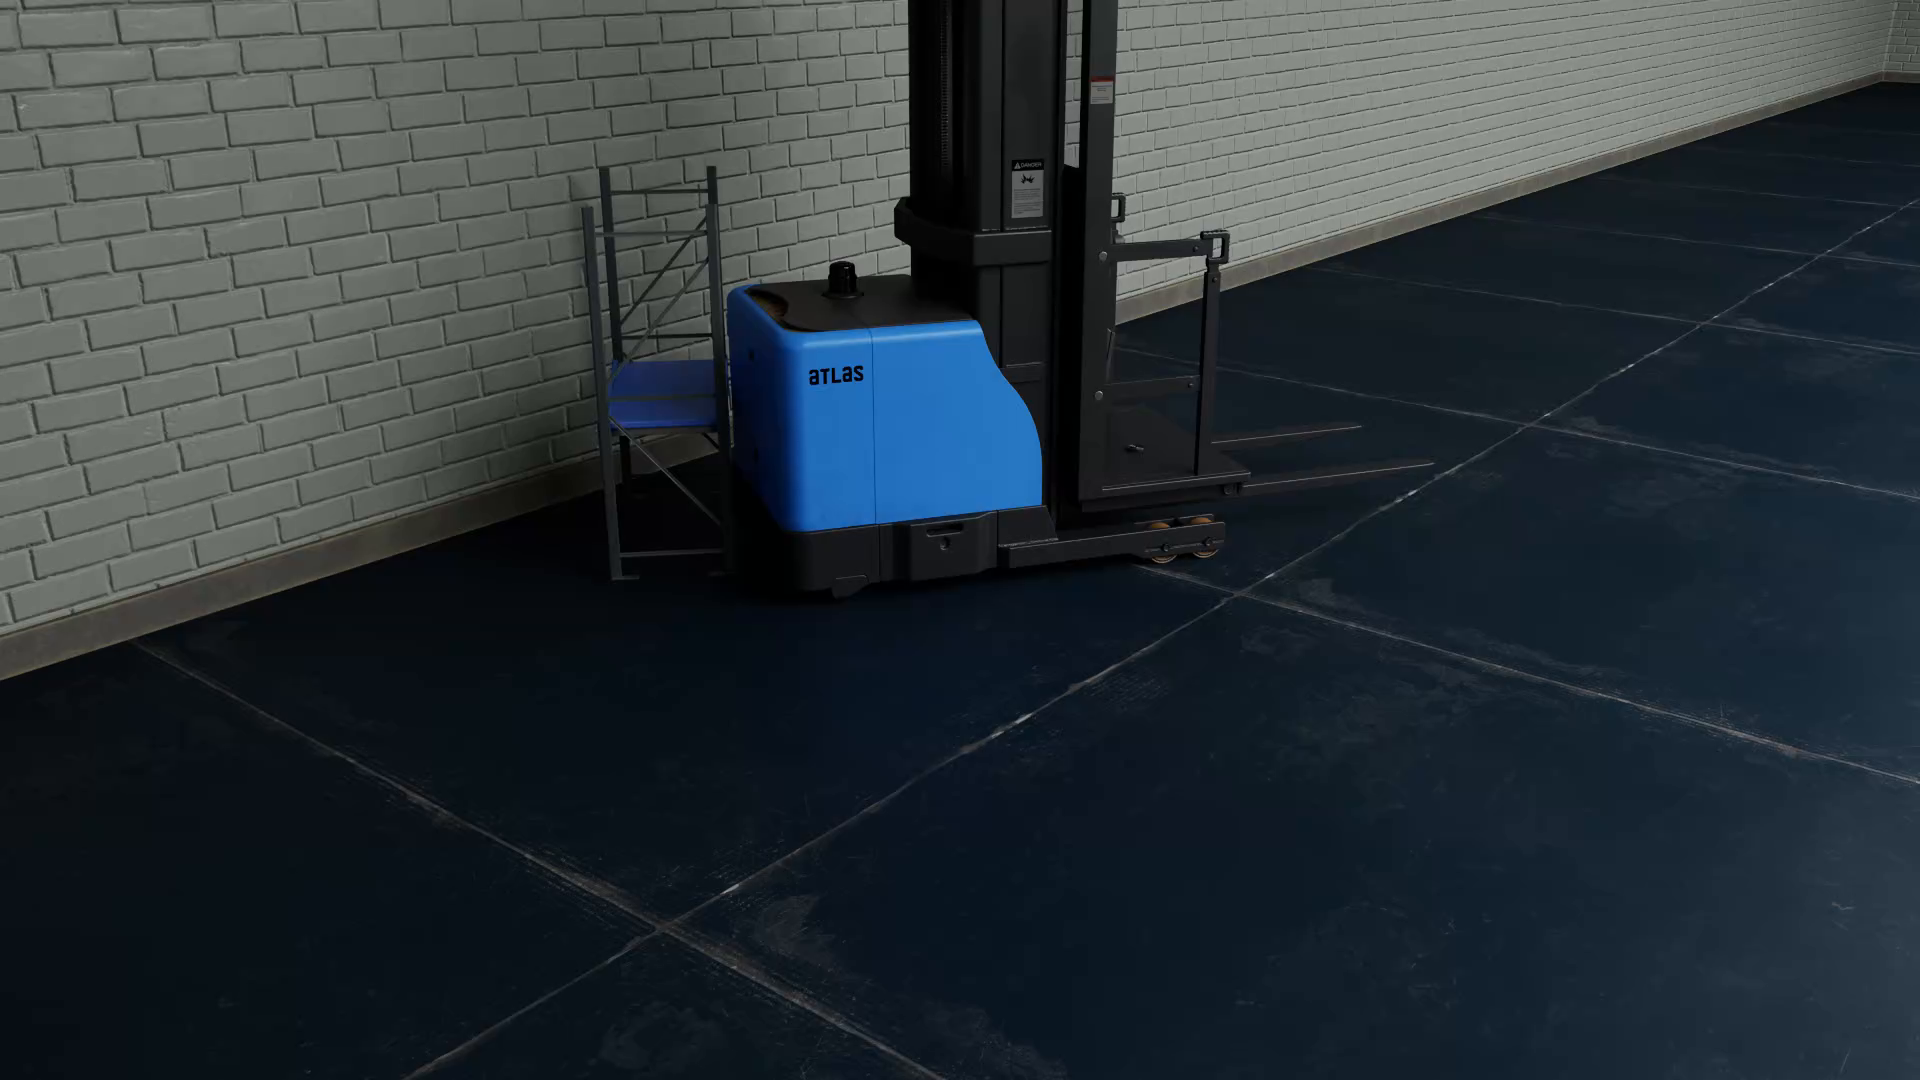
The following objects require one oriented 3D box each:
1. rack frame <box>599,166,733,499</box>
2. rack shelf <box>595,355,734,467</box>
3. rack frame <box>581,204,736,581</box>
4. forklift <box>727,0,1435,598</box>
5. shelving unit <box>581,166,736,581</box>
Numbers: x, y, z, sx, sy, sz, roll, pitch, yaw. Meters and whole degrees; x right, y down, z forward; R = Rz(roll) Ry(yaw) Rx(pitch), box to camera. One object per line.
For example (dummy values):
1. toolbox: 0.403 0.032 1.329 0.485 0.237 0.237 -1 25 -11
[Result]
1. rack frame: -1.306 -0.909 7.453 0.500 1.500 0.032 -3 21 -7
2. rack shelf: -1.236 -0.563 7.045 0.538 0.185 1.000 -3 21 -7
3. rack frame: -1.167 -0.553 6.510 0.500 1.500 0.032 -3 21 -7
4. forklift: 0.589 -1.443 6.841 3.031 2.935 1.130 -7 22 -18
5. shelving unit: -1.236 -0.731 6.982 0.538 1.500 1.048 -3 21 -7
